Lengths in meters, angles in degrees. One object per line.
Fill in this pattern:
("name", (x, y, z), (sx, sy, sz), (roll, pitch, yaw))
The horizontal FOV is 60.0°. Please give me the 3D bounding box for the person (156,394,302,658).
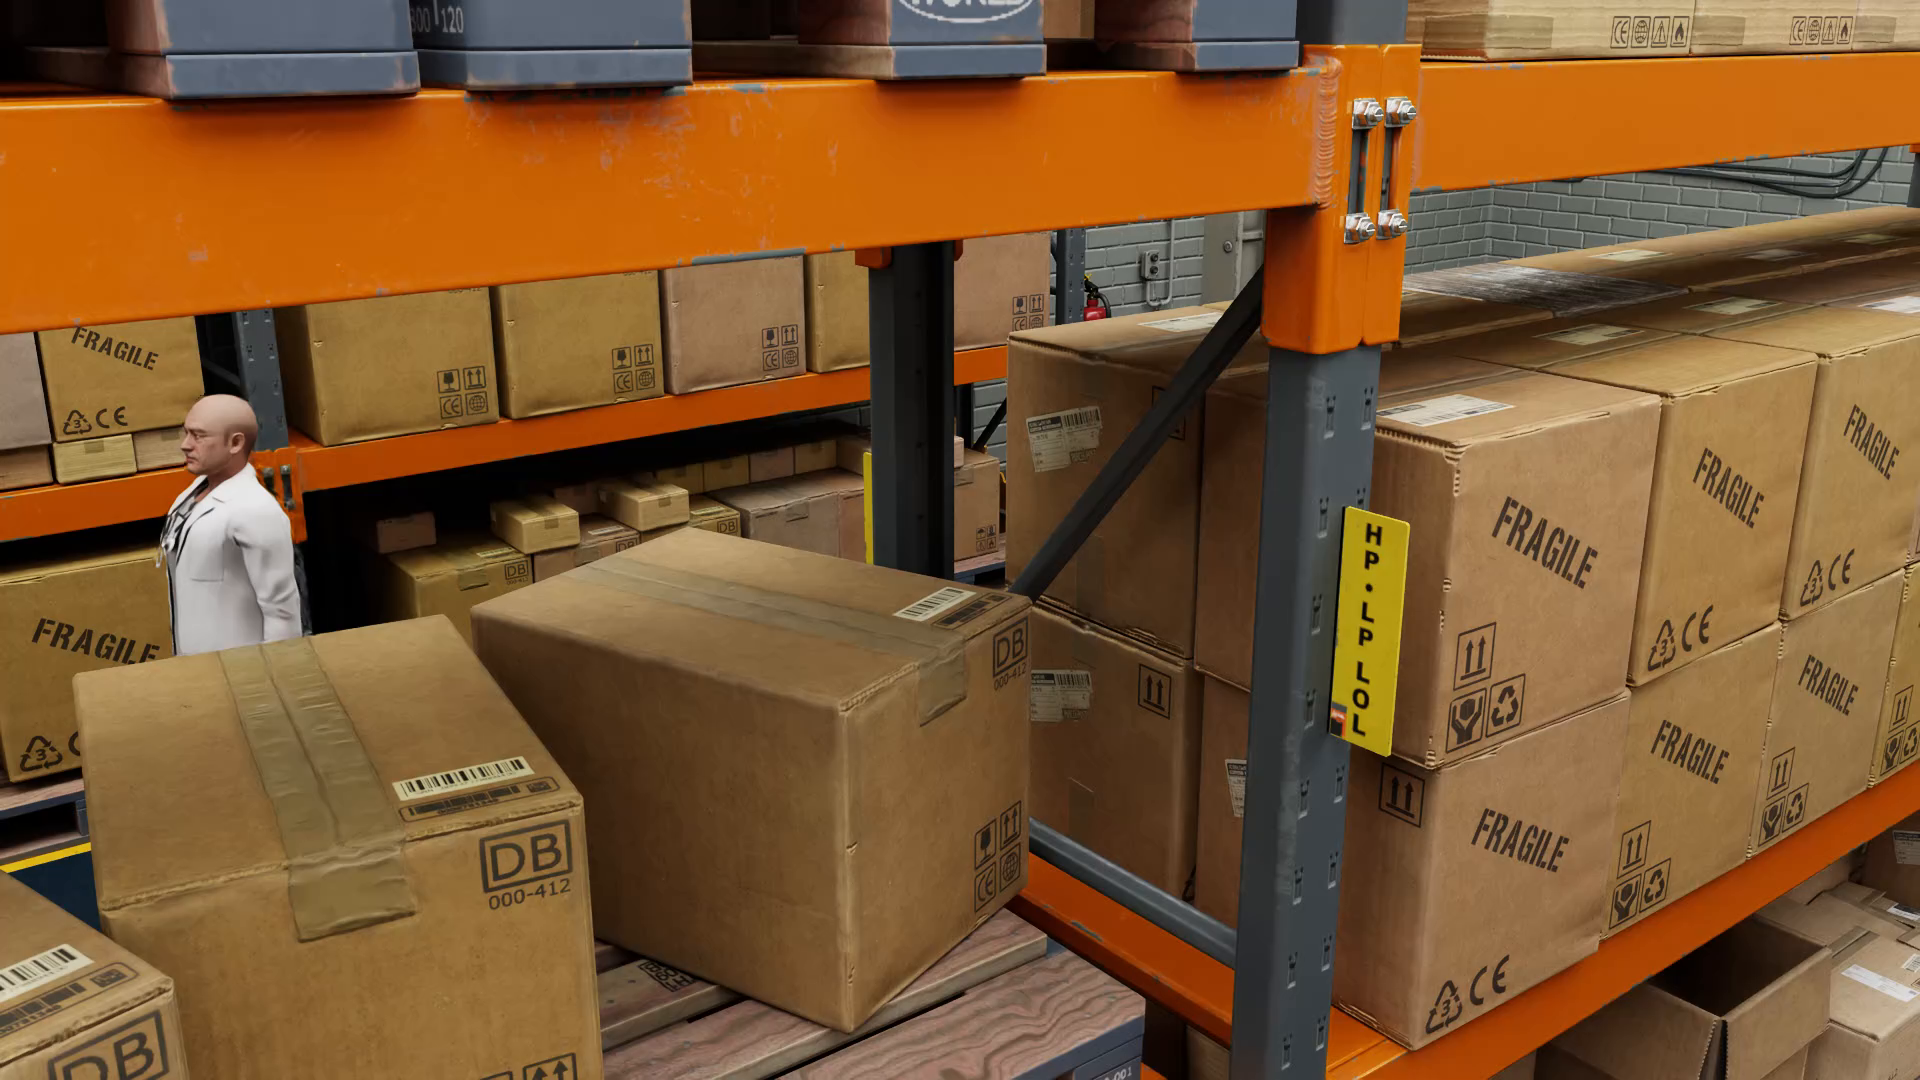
("person", (-2.275, 0.396, 5.275), (0.918, 1.743, 0.563), (-12, 21, -34))
